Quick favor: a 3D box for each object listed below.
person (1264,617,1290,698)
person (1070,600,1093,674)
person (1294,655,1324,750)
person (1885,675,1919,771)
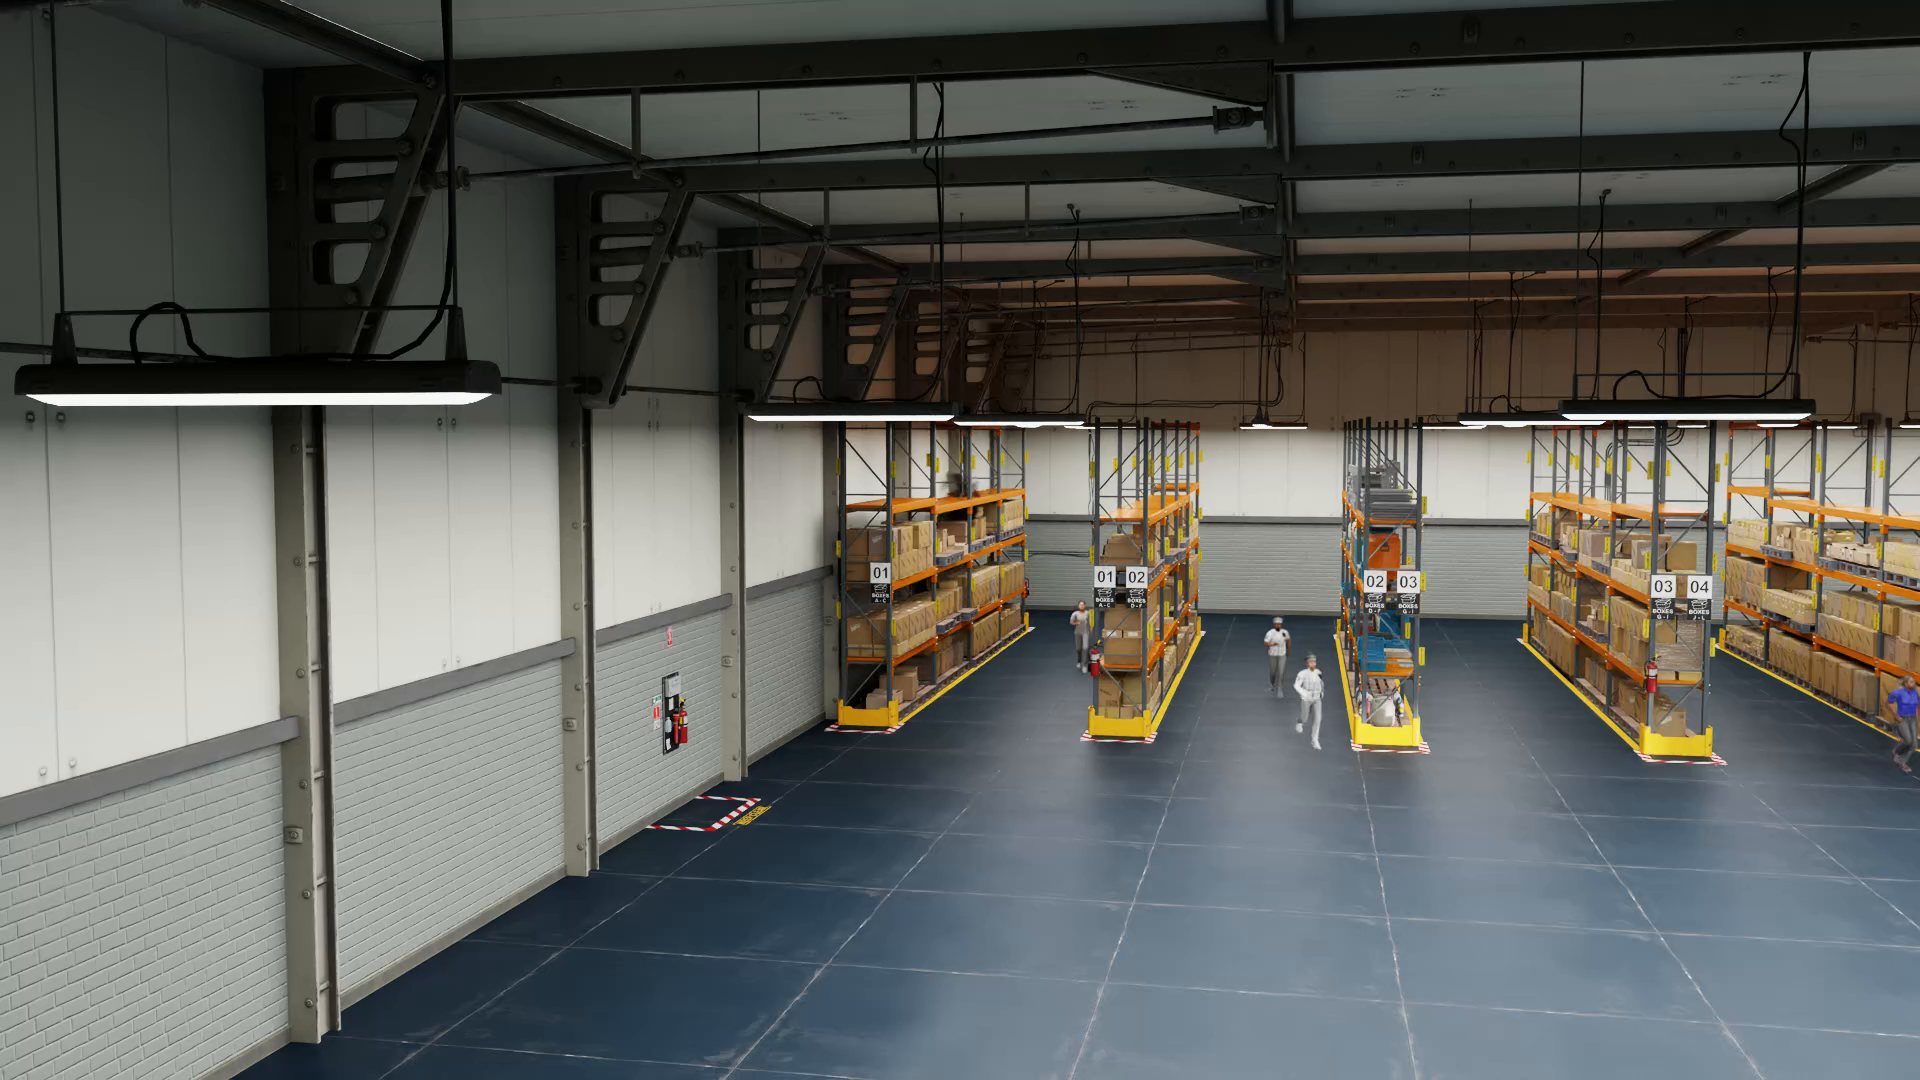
[{"bbox_3d":[6.880,2.513,36.076,0.604,1.703,0.900,0,4,5],"label":"person"},{"bbox_3d":[2.914,2.290,39.840,0.566,1.721,0.831,0,4,5],"label":"person"},{"bbox_3d":[6.418,2.935,30.453,0.595,1.678,0.991,0,4,-5],"label":"person"},{"bbox_3d":[16.027,3.105,28.115,0.603,1.609,0.485,0,4,-5],"label":"person"}]
